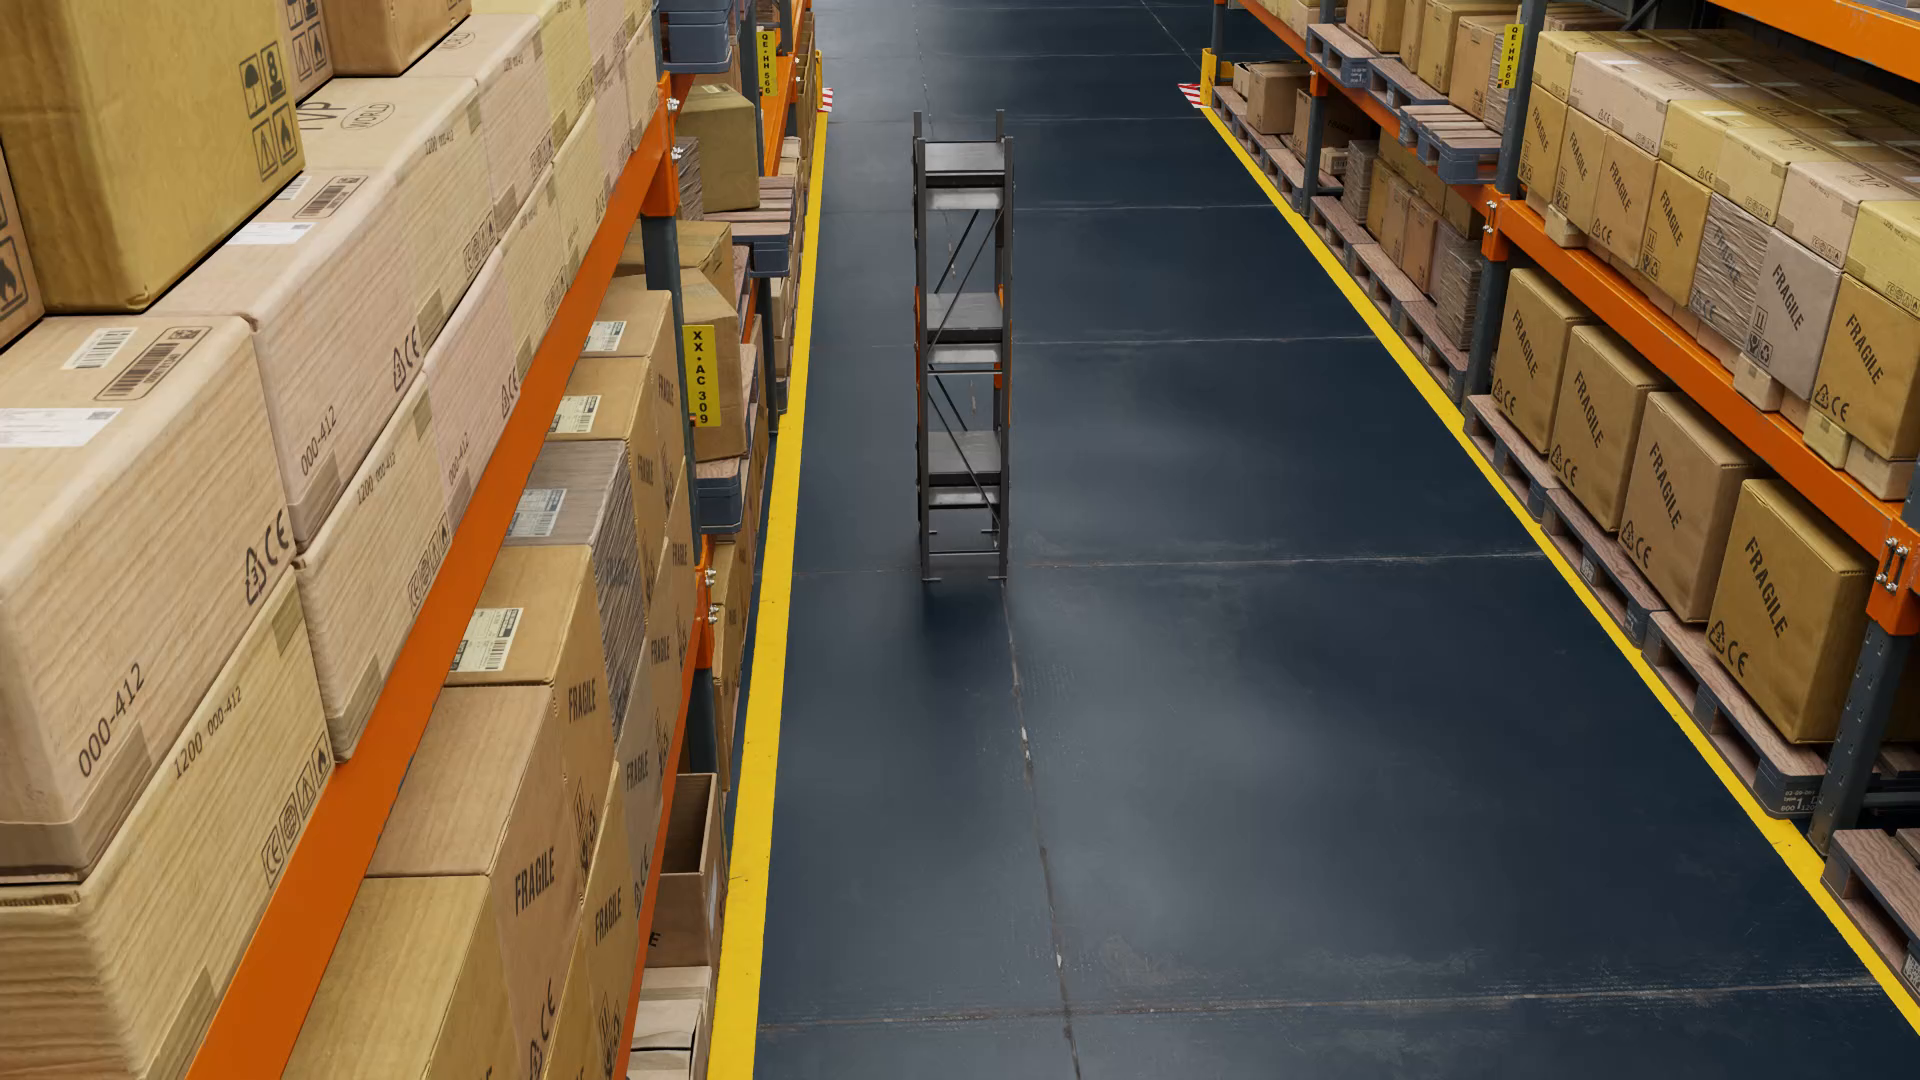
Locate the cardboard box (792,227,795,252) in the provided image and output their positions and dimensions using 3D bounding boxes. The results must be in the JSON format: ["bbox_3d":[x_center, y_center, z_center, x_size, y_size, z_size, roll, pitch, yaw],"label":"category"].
[{"bbox_3d":[-1.353,-2.119,10.982,0.500,0.311,0.500,-2,28,-3],"label":"cardboard box"}]

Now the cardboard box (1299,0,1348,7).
[{"bbox_3d":[2.873,-4.393,12.760,0.500,0.500,0.500,-1,28,-3],"label":"cardboard box"}]

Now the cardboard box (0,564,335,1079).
[{"bbox_3d":[-0.887,0.248,1.448,0.500,0.250,0.500,-1,28,-3],"label":"cardboard box"}]

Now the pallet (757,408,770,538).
[{"bbox_3d":[-1.530,-0.357,8.706,1.003,0.211,1.213,-1,28,-3],"label":"pallet"}]

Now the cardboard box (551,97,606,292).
[{"bbox_3d":[-0.982,-0.675,3.220,0.500,0.250,0.500,-1,28,-3],"label":"cardboard box"}]

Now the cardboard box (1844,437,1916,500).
[{"bbox_3d":[3.324,-0.260,5.755,0.380,0.149,0.250,-1,28,-2],"label":"cardboard box"}]

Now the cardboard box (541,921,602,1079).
[{"bbox_3d":[-0.929,1.030,2.924,0.500,0.500,0.500,-1,28,-3],"label":"cardboard box"}]

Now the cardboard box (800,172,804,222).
[{"bbox_3d":[-1.429,-2.569,12.451,0.500,0.250,0.500,-2,28,-3],"label":"cardboard box"}]

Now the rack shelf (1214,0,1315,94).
[{"bbox_3d":[3.102,-4.512,14.436,1.077,0.370,4.000,-1,28,-3],"label":"rack shelf"}]

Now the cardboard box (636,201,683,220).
[{"bbox_3d":[-1.477,-1.137,6.624,0.700,0.500,0.500,-8,29,-16],"label":"cardboard box"}]

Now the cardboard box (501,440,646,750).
[{"bbox_3d":[-0.982,0.117,3.593,0.500,0.500,0.500,-1,28,-2],"label":"cardboard box"}]

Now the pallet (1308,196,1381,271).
[{"bbox_3d":[3.248,-2.312,12.454,1.003,0.211,1.213,-1,28,-3],"label":"pallet"}]

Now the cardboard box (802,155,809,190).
[{"bbox_3d":[-1.462,-2.975,13.229,0.500,0.250,0.500,-1,28,-3],"label":"cardboard box"}]

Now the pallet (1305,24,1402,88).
[{"bbox_3d":[3.101,-3.466,11.860,1.003,0.211,1.213,-1,28,-3],"label":"pallet"}]

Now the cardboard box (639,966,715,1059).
[{"bbox_3d":[-0.930,1.405,4.919,0.380,0.149,0.250,-1,28,-3],"label":"cardboard box"}]

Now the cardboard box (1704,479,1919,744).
[{"bbox_3d":[3.460,0.257,6.385,0.750,0.750,0.750,-1,28,-2],"label":"cardboard box"}]

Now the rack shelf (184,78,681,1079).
[{"bbox_3d":[-1.218,-0.179,2.884,1.077,0.370,4.000,-1,28,-3],"label":"rack shelf"}]

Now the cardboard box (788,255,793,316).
[{"bbox_3d":[-1.326,-1.627,10.646,0.500,0.250,0.500,-2,28,-4],"label":"cardboard box"}]

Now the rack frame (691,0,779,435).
[{"bbox_3d":[-1.532,-1.939,8.724,1.000,3.000,0.127,-1,28,-3],"label":"rack frame"}]

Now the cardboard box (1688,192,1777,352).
[{"bbox_3d":[3.294,-1.073,6.612,0.500,0.500,0.500,-1,28,-3],"label":"cardboard box"}]

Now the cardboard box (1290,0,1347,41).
[{"bbox_3d":[2.879,-4.062,12.934,0.500,0.250,0.500,-1,28,-3],"label":"cardboard box"}]

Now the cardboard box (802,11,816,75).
[{"bbox_3d":[-1.624,-4.693,15.712,0.500,0.500,0.500,-1,28,-3],"label":"cardboard box"}]

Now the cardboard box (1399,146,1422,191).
[{"bbox_3d":[3.319,-2.544,11.300,0.500,0.250,0.500,-2,28,-4],"label":"cardboard box"}]

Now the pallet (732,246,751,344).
[{"bbox_3d":[-1.425,-0.956,7.047,1.003,0.211,1.213,-1,28,-3],"label":"pallet"}]

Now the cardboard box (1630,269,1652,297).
[{"bbox_3d":[3.296,-1.207,7.570,0.380,0.149,0.250,-1,28,-2],"label":"cardboard box"}]

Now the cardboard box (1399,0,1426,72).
[{"bbox_3d":[3.286,-3.350,10.845,0.700,0.500,0.500,2,28,4],"label":"cardboard box"}]

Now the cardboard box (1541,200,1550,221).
[{"bbox_3d":[3.205,-1.684,8.485,0.380,0.149,0.250,-1,28,-2],"label":"cardboard box"}]

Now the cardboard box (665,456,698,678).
[{"bbox_3d":[-1.040,0.088,4.729,0.500,0.500,0.500,-1,28,-2],"label":"cardboard box"}]

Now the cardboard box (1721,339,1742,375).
[{"bbox_3d":[3.299,-0.732,6.659,0.380,0.149,0.250,-1,28,-3],"label":"cardboard box"}]

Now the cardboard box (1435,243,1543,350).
[{"bbox_3d":[3.325,-1.478,10.068,0.700,0.500,0.500,-1,28,-2],"label":"cardboard box"}]

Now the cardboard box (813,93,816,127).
[{"bbox_3d":[-1.560,-3.899,15.001,0.500,0.250,0.500,-1,28,-3],"label":"cardboard box"}]

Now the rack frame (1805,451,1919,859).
[{"bbox_3d":[3.624,-0.213,5.415,1.000,3.000,0.127,-1,28,-3],"label":"rack frame"}]

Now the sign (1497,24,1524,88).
[{"bbox_3d":[2.874,-2.521,8.674,0.100,0.325,0.005,-1,28,-3],"label":"sign"}]

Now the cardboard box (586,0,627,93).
[{"bbox_3d":[-1.003,-1.128,3.547,0.500,0.250,0.500,-1,28,-3],"label":"cardboard box"}]

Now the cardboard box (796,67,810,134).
[{"bbox_3d":[-1.486,-3.538,13.499,0.500,0.500,0.500,-1,28,-3],"label":"cardboard box"}]

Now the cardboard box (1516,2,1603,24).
[{"bbox_3d":[3.336,-2.894,9.270,0.380,0.149,0.250,-6,28,-11],"label":"cardboard box"}]

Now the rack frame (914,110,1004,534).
[{"bbox_3d":[-0.004,-0.967,7.834,0.400,2.100,0.015,-1,28,-3],"label":"rack frame"}]

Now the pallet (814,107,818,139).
[{"bbox_3d":[-1.868,-4.045,15.777,1.003,0.211,1.213,-1,28,-3],"label":"pallet"}]

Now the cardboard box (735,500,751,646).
[{"bbox_3d":[-1.162,0.115,7.013,0.500,0.500,0.500,-1,28,-2],"label":"cardboard box"}]

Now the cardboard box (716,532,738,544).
[{"bbox_3d":[-1.157,-0.202,6.811,0.500,0.250,0.500,-1,28,-3],"label":"cardboard box"}]

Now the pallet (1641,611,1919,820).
[{"bbox_3d":[3.508,0.669,6.740,1.003,0.211,1.213,-1,28,-3],"label":"pallet"}]

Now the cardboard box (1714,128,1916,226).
[{"bbox_3d":[3.300,-1.412,6.452,0.500,0.250,0.500,-1,28,-2],"label":"cardboard box"}]

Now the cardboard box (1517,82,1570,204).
[{"bbox_3d":[3.185,-2.015,8.418,0.500,0.500,0.500,-1,28,-1],"label":"cardboard box"}]

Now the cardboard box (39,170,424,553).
[{"bbox_3d":[-0.900,-0.204,1.776,0.500,0.250,0.500,-1,28,-3],"label":"cardboard box"}]

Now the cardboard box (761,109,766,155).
[{"bbox_3d":[-1.385,-2.317,9.546,0.500,0.311,0.500,-2,28,-3],"label":"cardboard box"}]

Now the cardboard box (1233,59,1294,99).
[{"bbox_3d":[2.944,-4.436,15.944,0.500,0.311,0.500,-4,28,-8],"label":"cardboard box"}]

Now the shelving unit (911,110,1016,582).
[{"bbox_3d":[0.009,-0.855,7.618,0.431,2.100,0.503,-1,28,-3],"label":"shelving unit"}]

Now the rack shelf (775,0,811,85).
[{"bbox_3d":[-1.845,-4.391,14.203,1.077,0.370,4.000,-1,28,-3],"label":"rack shelf"}]

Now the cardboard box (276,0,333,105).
[{"bbox_3d":[-1.232,-0.760,2.031,0.700,0.500,0.500,-1,28,-3],"label":"cardboard box"}]

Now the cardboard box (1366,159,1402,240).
[{"bbox_3d":[3.338,-2.418,11.869,0.700,0.500,0.500,-2,28,-4],"label":"cardboard box"}]

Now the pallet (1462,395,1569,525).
[{"bbox_3d":[3.381,-0.458,8.900,1.003,0.211,1.213,-1,28,-3],"label":"pallet"}]
